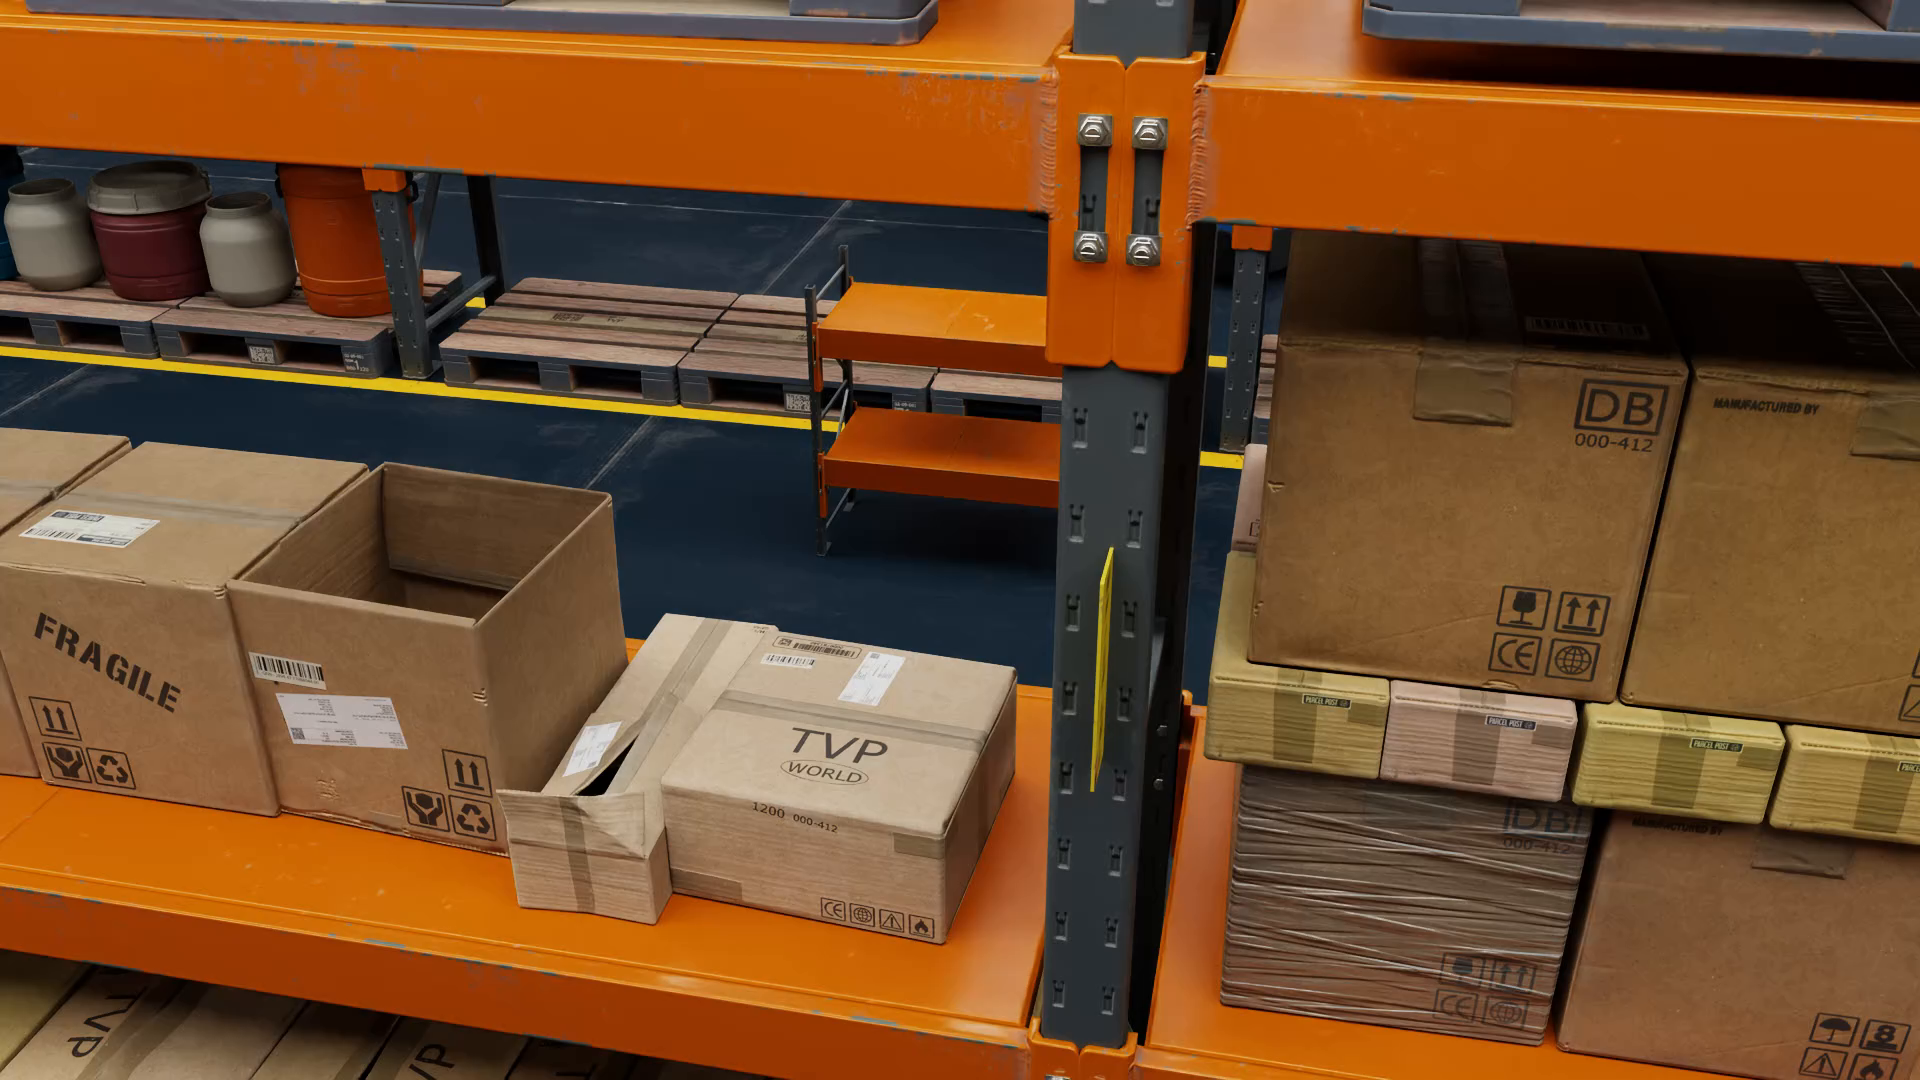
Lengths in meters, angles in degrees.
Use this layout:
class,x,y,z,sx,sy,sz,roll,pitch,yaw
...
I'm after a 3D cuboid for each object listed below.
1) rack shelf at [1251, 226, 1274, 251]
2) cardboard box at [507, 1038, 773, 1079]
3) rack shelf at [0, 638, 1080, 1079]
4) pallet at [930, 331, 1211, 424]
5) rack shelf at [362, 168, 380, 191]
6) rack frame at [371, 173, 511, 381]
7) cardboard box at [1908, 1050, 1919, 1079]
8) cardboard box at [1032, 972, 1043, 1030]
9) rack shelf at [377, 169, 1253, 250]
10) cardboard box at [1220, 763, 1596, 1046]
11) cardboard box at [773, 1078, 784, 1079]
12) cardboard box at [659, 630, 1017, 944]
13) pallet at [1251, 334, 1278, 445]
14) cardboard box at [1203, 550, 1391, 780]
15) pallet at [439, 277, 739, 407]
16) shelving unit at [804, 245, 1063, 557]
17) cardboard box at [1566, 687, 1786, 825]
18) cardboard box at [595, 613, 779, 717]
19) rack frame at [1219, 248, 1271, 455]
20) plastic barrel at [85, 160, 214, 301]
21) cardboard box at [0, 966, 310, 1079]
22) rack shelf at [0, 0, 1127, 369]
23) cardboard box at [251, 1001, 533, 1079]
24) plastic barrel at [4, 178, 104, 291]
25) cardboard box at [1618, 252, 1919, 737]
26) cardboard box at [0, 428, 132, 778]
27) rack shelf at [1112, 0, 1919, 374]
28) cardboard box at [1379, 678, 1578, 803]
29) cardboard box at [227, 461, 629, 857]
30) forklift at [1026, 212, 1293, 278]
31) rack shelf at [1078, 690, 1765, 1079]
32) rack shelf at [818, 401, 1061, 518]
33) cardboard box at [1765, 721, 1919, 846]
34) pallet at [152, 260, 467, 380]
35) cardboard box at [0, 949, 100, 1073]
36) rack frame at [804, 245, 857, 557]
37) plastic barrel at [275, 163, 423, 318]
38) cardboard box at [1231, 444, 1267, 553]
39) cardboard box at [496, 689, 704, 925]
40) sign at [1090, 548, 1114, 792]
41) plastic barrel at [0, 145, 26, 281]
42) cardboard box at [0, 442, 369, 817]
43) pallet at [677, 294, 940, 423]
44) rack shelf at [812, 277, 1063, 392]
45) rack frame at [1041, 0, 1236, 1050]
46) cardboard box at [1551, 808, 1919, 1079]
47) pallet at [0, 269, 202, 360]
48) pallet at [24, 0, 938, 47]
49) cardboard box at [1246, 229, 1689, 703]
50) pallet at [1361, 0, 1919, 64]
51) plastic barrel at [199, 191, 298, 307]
class,x,y,z,sx,sy,sz,roll,pitch,yaw
rack shelf,3.285,-1.420,6.969,4.000,0.370,1.077,6,29,11
cardboard box,-0.675,1.211,3.257,0.500,0.311,0.500,7,29,12
rack shelf,-1.665,0.505,3.453,4.000,0.370,1.077,6,29,11
pallet,0.553,-0.773,7.942,1.213,0.211,1.003,6,29,11
rack shelf,-4.539,-2.222,8.434,4.000,0.370,1.077,6,29,11
rack frame,-2.583,-2.337,7.895,0.127,3.000,1.000,6,29,11
cardboard box,1.733,0.490,2.628,0.500,0.500,0.700,6,29,11
cardboard box,-0.061,1.008,3.628,0.500,0.311,0.500,6,29,11
rack shelf,-0.627,-1.821,7.701,4.000,0.370,1.077,6,29,11
cardboard box,0.726,0.388,2.814,0.500,0.500,0.700,5,29,9
cardboard box,-0.165,1.260,3.167,0.500,0.311,0.500,6,29,11
cardboard box,-0.200,0.427,3.003,0.500,0.250,0.500,8,30,14
pallet,1.977,-0.626,7.673,1.213,0.211,1.003,6,29,11
cardboard box,0.513,0.180,2.519,0.250,0.149,0.380,6,29,10
pallet,-1.833,-1.018,8.389,1.213,0.211,1.003,6,29,11
shelving unit,-0.007,-0.494,6.481,1.048,1.125,0.538,6,29,11
cardboard box,1.011,0.230,2.427,0.250,0.149,0.380,5,29,9
cardboard box,-0.533,0.315,3.312,0.250,0.149,0.380,6,29,11
rack frame,1.329,-1.936,7.162,0.127,3.000,1.000,6,29,11
plastic barrel,-4.169,-1.618,8.655,0.708,0.588,0.600,6,29,11
cardboard box,-1.654,1.107,3.445,0.500,0.311,0.500,5,29,10
rack shelf,-1.665,-0.811,2.733,4.000,0.370,1.077,6,29,11
cardboard box,-1.163,1.160,3.350,0.500,0.311,0.500,6,29,10
plastic barrel,-4.740,-1.599,8.700,0.421,0.512,0.421,0,29,0
cardboard box,1.220,-0.131,2.411,0.500,0.500,0.700,6,29,10
cardboard box,-1.977,0.106,3.329,0.500,0.500,0.500,4,29,8
rack shelf,2.247,-0.410,2.000,4.000,0.370,1.077,6,29,11
cardboard box,0.759,0.205,2.473,0.250,0.149,0.380,6,29,11
cardboard box,-0.972,0.209,3.141,0.500,0.500,0.500,8,30,14
forklift,1.034,-3.384,9.880,1.130,2.935,3.031,-21,35,-34
rack shelf,2.247,0.906,2.720,4.000,0.370,1.077,6,29,11
rack shelf,-0.007,-0.280,6.599,1.000,0.278,0.538,6,29,11
cardboard box,1.268,0.255,2.380,0.250,0.149,0.380,6,29,10
pallet,-3.363,-1.173,8.673,1.213,0.211,1.003,6,29,11
cardboard box,-2.156,1.056,3.539,0.500,0.311,0.500,5,29,9
rack frame,-0.504,-0.545,6.574,0.032,1.125,0.500,6,29,11
plastic barrel,-3.065,-1.610,8.390,0.708,0.830,0.600,6,29,11
cardboard box,0.601,-0.012,2.868,0.250,0.149,0.380,6,29,11
cardboard box,-0.607,0.447,2.950,0.258,0.266,0.396,5,29,9
sign,0.187,0.173,2.188,0.005,0.325,0.100,6,29,11
plastic barrel,-5.274,-1.868,8.787,0.708,0.901,0.600,6,29,11
cardboard box,-1.462,0.158,3.233,0.500,0.500,0.500,6,29,11
pallet,-0.644,-0.894,8.164,1.213,0.211,1.003,6,29,11
rack shelf,-0.007,-0.751,6.341,1.000,0.278,0.538,6,29,11
rack frame,0.290,0.392,2.911,0.053,2.616,0.949,6,29,11
cardboard box,1.243,0.438,2.723,0.500,0.500,0.700,6,29,10
pallet,-4.552,-1.297,8.899,1.213,0.211,1.003,6,29,11
pallet,-0.575,-0.924,2.390,1.217,0.209,0.805,5,29,9
cardboard box,0.726,-0.181,2.502,0.500,0.500,0.700,6,29,11
pallet,1.130,-0.813,2.081,1.213,0.211,1.003,6,29,11
plastic barrel,-3.636,-1.486,8.493,0.421,0.512,0.421,0,29,0
